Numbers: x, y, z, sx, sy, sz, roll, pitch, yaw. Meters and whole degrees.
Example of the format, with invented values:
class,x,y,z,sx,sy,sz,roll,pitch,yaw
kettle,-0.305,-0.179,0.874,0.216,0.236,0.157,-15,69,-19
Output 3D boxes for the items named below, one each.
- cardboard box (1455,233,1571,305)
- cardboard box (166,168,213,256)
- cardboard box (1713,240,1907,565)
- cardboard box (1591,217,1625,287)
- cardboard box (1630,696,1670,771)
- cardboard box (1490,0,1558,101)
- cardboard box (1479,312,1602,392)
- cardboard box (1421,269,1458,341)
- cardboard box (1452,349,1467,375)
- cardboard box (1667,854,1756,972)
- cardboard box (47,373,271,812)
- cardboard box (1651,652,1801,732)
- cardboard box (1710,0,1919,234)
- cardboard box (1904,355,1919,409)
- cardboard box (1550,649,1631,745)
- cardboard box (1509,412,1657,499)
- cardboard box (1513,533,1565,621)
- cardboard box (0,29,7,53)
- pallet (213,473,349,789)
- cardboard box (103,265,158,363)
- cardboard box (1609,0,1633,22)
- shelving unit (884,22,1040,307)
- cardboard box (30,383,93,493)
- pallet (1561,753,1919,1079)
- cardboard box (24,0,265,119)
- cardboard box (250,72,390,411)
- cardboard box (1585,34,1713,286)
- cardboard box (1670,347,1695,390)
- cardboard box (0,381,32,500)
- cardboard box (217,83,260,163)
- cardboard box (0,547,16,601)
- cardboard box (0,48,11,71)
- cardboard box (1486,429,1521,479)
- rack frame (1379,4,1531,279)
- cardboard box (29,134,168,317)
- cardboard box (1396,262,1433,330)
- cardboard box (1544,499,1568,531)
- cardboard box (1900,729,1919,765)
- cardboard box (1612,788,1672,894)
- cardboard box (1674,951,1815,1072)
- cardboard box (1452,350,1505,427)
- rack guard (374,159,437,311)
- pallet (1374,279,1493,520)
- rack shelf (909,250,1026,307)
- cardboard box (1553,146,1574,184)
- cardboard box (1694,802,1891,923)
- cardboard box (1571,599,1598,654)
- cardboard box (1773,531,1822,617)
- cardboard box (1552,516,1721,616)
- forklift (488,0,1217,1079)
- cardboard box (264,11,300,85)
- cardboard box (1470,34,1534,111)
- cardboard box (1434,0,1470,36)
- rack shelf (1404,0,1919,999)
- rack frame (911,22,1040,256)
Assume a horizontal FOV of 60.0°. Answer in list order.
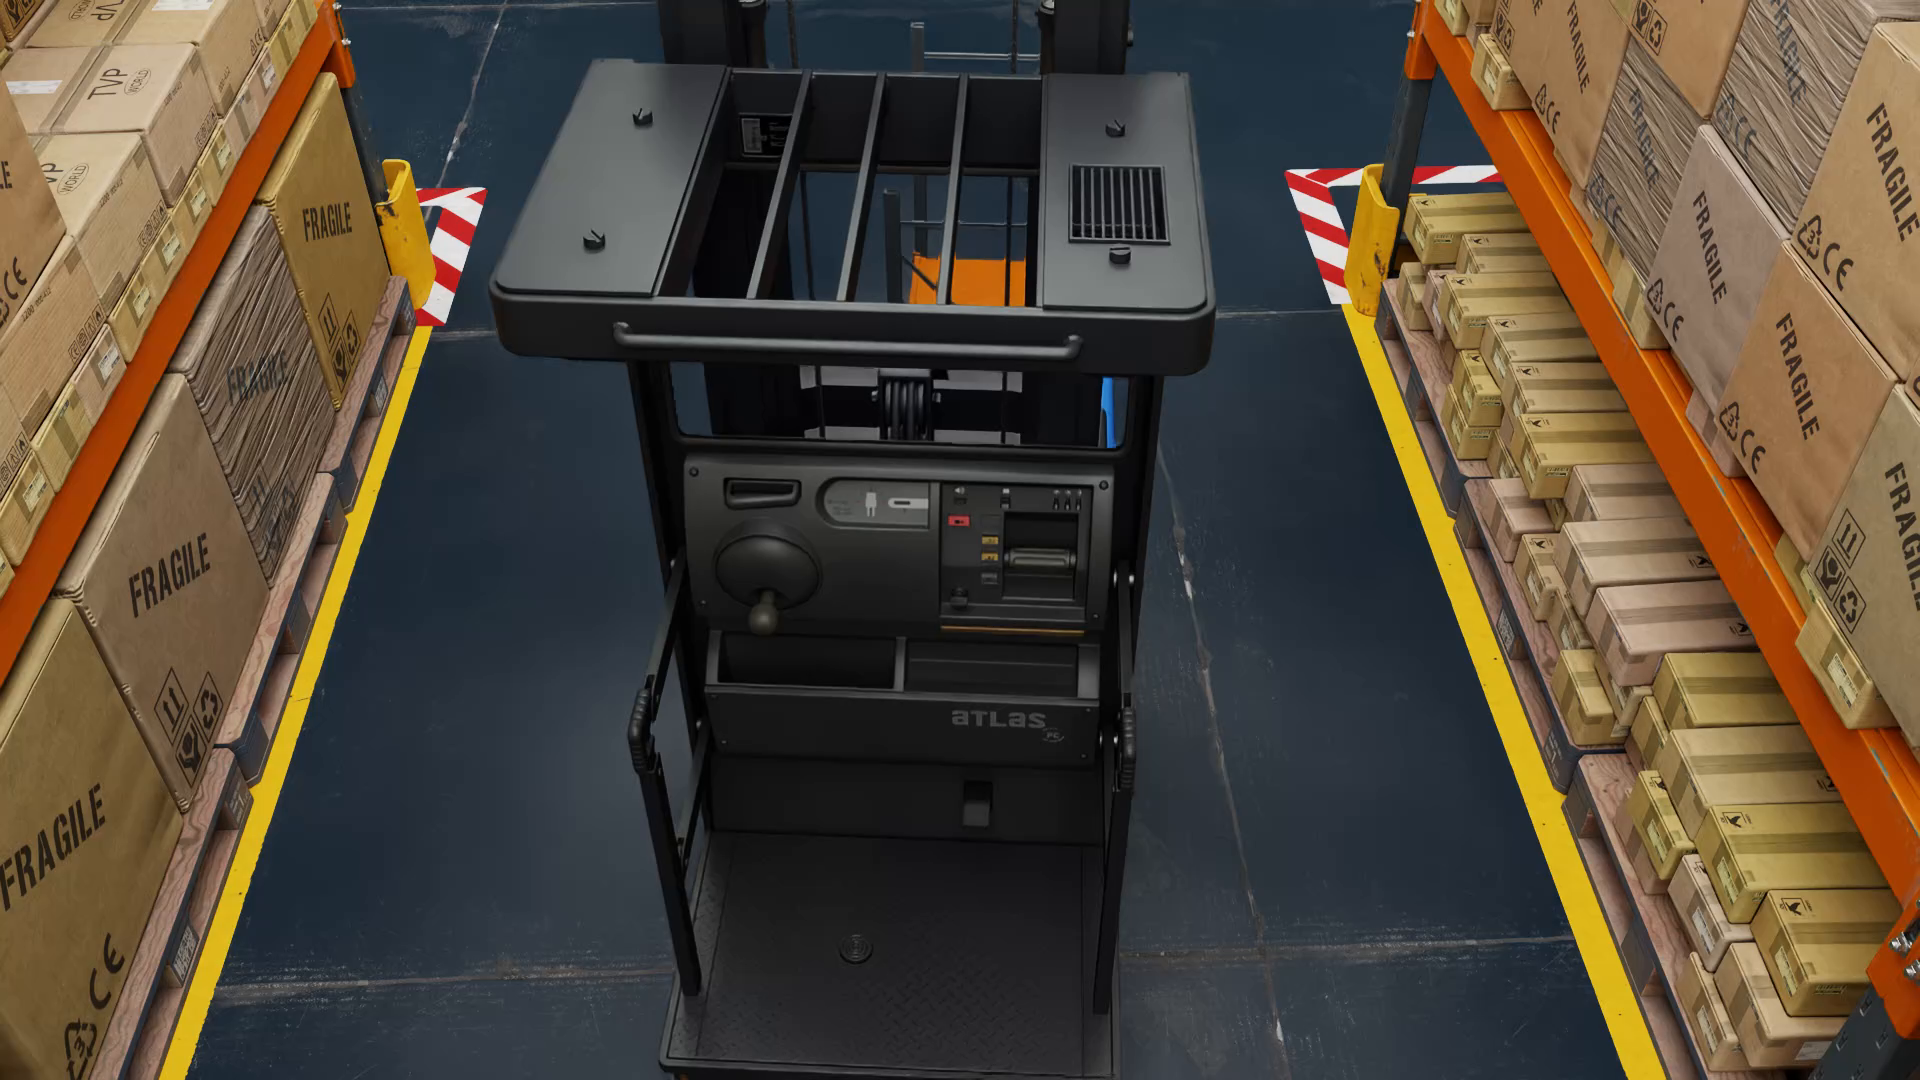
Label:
class,x,y,z,sx,sy,sz,roll,pitch,yaw
cardboard box,2.001,-0.969,5.946,0.380,0.149,0.250,-1,43,-1
cardboard box,-2.373,-0.930,4.730,0.380,0.149,0.250,-1,43,-2
cardboard box,2.033,-0.307,3.571,0.500,0.500,0.500,-3,43,-3
cardboard box,1.990,-0.820,4.610,0.380,0.149,0.250,0,43,0
cardboard box,2.060,0.557,4.502,0.380,0.149,0.250,-1,43,-1
cardboard box,1.978,-1.667,5.054,0.500,0.500,0.500,-2,43,-2
cardboard box,1.977,-0.630,5.576,0.380,0.149,0.250,-4,43,-4
cardboard box,1.907,-0.858,6.045,0.380,0.149,0.250,-2,43,-2
cardboard box,1.999,-0.591,5.974,0.380,0.149,0.250,-1,43,-1
cardboard box,2.001,0.909,4.117,0.380,0.149,0.250,-4,43,-4
cardboard box,-2.590,0.156,4.622,0.875,0.875,0.875,-2,43,-2
cardboard box,2.080,0.436,4.413,0.380,0.149,0.250,0,43,0
cardboard box,2.031,-1.011,3.599,0.500,0.500,0.500,-1,43,-1
cardboard box,2.066,-0.316,2.841,0.500,0.500,0.500,-3,43,-3
cardboard box,1.955,0.451,4.837,0.380,0.149,0.250,-2,43,-2
cardboard box,1.945,-0.264,5.177,0.380,0.149,0.250,-1,43,-1
cardboard box,1.968,0.111,5.208,0.380,0.149,0.250,-2,43,-2
cardboard box,-2.973,-1.430,4.426,0.500,0.500,0.500,-3,43,-3
pallet,-2.612,0.269,5.300,1.003,0.211,1.213,-2,43,-2
cardboard box,-2.351,-0.586,4.356,0.380,0.149,0.250,-3,43,-3
cardboard box,1.968,-1.704,4.355,0.500,0.500,0.500,-3,43,-3
shelving unit,0.067,-0.755,5.464,0.587,1.500,1.083,2,43,2
cardboard box,-2.331,-0.239,3.977,0.380,0.149,0.250,-2,43,-2
pallet,2.292,1.084,4.411,1.003,0.211,1.213,-2,43,-2
cardboard box,-2.467,-1.510,5.068,0.500,0.250,0.500,-2,43,-3
cardboard box,-2.666,-1.060,5.948,0.875,0.875,0.875,-2,43,-2
cardboard box,2.014,-0.992,4.318,0.500,0.500,0.500,-3,43,-3
cardboard box,2.054,-0.469,4.227,0.380,0.149,0.250,-2,43,-2
cardboard box,-2.378,-0.132,3.565,0.500,0.250,0.500,-2,43,-2
cardboard box,-2.397,-1.280,5.112,0.380,0.149,0.250,-1,43,-1
cardboard box,-2.307,0.111,3.595,0.380,0.149,0.250,0,43,0
cardboard box,-2.976,-1.150,4.676,0.500,0.250,0.500,-3,43,-3
cardboard box,2.007,-0.246,5.597,0.380,0.149,0.250,-2,43,-2
rack frame,2.186,-2.192,5.921,1.000,3.000,0.127,-2,43,-2
cardboard box,-2.419,-0.815,4.310,0.500,0.250,0.500,-2,43,-2
cardboard box,1.889,-0.933,6.347,0.380,0.149,0.250,-1,43,-1
cardboard box,2.068,-0.161,5.284,0.380,0.149,0.250,0,43,0
cardboard box,2.110,0.415,3.263,0.380,0.149,0.250,-2,43,-2
cardboard box,1.996,0.795,4.461,0.380,0.149,0.250,-3,43,-3
cardboard box,1.999,1.150,4.075,0.380,0.149,0.250,-1,43,-1
cardboard box,1.909,-0.519,5.675,0.380,0.149,0.250,0,43,0
rack guard,-2.774,-1.213,6.703,1.175,0.500,0.348,-2,43,-2
pallet,2.189,-0.563,6.208,1.003,0.211,1.213,-2,43,-2
rack shelf,0.066,-0.616,5.579,0.538,0.185,1.000,2,43,2
cardboard box,2.018,-1.163,4.984,0.380,0.149,0.250,-2,43,-2
cardboard box,2.031,0.781,4.037,0.380,0.149,0.250,-1,43,-1
cardboard box,2.038,0.204,4.887,0.380,0.149,0.250,-4,43,-4
cardboard box,2.039,0.062,3.648,0.380,0.149,0.250,0,43,0
cardboard box,1.952,0.074,4.808,0.380,0.149,0.250,-3,43,-3
forklift,-0.143,0.106,3.466,1.130,2.935,3.031,2,43,2
cardboard box,-2.417,-1.619,5.482,0.380,0.149,0.250,-1,43,-1
cardboard box,1.883,-1.517,5.371,0.380,0.149,0.250,-3,43,-3
cardboard box,1.873,-1.871,5.757,0.380,0.149,0.250,-2,43,-2
rack shelf,2.271,-0.576,4.691,1.077,0.370,4.000,-2,43,-2
rack frame,0.092,-1.092,5.832,0.500,1.500,0.032,2,43,2
